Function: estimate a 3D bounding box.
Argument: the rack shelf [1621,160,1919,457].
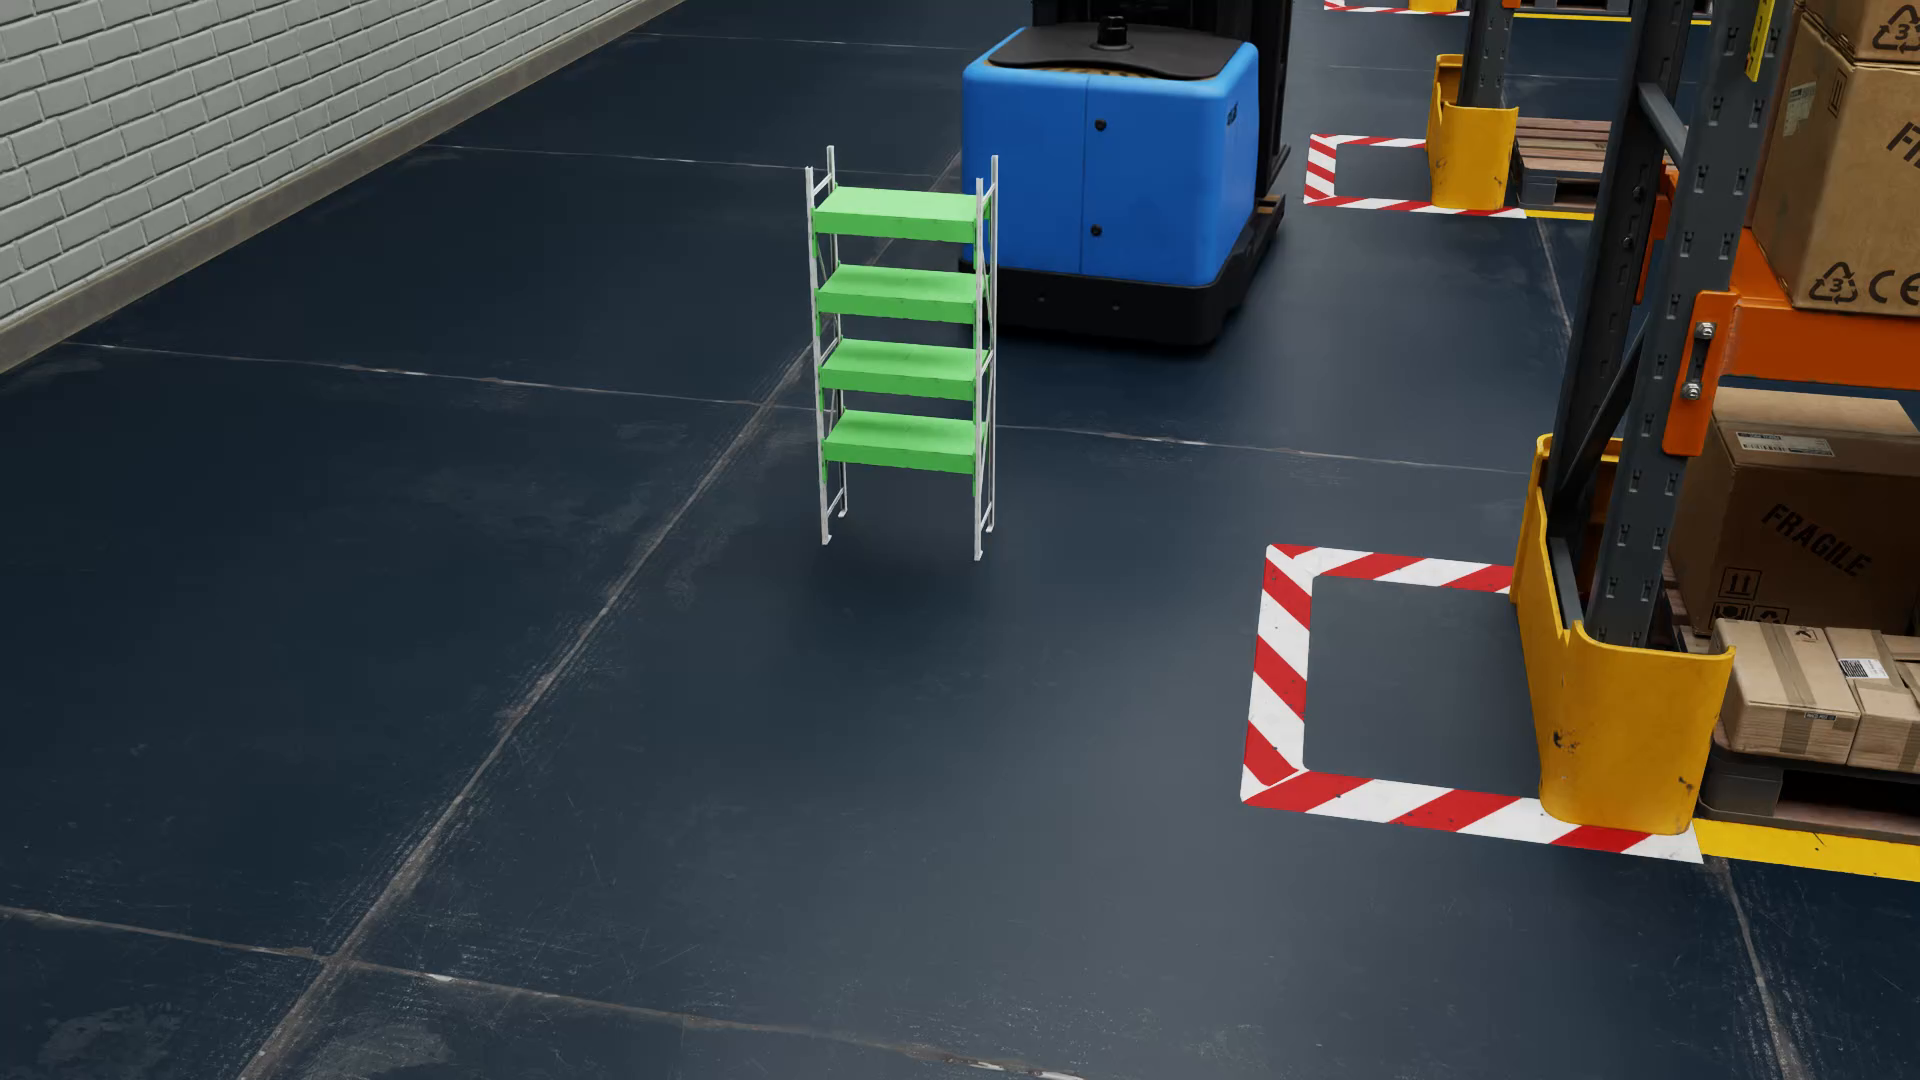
[{"bbox_3d":[3.581,-0.388,3.585,4.000,0.370,1.077,6,29,11],"label":"rack shelf"}]

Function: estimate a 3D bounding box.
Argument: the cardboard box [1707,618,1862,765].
[{"bbox_3d":[1.963,0.356,3.986,0.250,0.149,0.380,6,29,11],"label":"cardboard box"}]

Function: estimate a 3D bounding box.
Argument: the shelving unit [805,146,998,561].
[{"bbox_3d":[-0.162,-0.543,4.992,0.503,1.200,0.258,6,29,11],"label":"shelving unit"}]

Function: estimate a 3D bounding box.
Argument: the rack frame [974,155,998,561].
[{"bbox_3d":[0.077,-0.518,4.948,0.015,1.200,0.240,6,29,11],"label":"rack frame"}]

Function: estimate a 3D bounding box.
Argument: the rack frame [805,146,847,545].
[{"bbox_3d":[-0.400,-0.567,5.037,0.015,1.200,0.240,6,29,11],"label":"rack frame"}]

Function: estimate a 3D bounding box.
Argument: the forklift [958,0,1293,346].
[{"bbox_3d":[0.927,-2.734,7.192,1.130,2.935,3.031,9,30,15],"label":"forklift"}]

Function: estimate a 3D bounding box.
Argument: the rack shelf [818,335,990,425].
[{"bbox_3d":[-0.162,-0.487,5.023,0.480,0.148,0.258,6,29,11],"label":"rack shelf"}]

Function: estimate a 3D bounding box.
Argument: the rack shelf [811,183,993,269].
[{"bbox_3d":[-0.162,-0.908,4.792,0.480,0.148,0.258,6,29,11],"label":"rack shelf"}]

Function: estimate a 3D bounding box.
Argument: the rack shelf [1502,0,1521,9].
[{"bbox_3d":[4.619,-2.714,7.833,4.000,0.370,1.077,6,29,11],"label":"rack shelf"}]

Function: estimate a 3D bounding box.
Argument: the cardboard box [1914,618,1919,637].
[{"bbox_3d":[2.586,0.346,3.899,0.500,0.250,0.500,6,29,11],"label":"cardboard box"}]

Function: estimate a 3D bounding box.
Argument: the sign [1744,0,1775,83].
[{"bbox_3d":[1.512,-1.029,3.105,0.005,0.325,0.100,6,29,11],"label":"sign"}]

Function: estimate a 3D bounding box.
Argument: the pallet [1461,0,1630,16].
[{"bbox_3d":[4.496,-4.290,12.866,1.213,0.211,1.003,6,29,11],"label":"pallet"}]

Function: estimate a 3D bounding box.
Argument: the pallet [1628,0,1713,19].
[{"bbox_3d":[5.685,-4.166,12.641,1.213,0.211,1.003,6,29,11],"label":"pallet"}]

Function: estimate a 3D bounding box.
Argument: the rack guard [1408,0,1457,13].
[{"bbox_3d":[3.674,-4.462,12.880,0.348,0.500,1.175,6,29,11],"label":"rack guard"}]

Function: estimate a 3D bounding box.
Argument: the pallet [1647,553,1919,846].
[{"bbox_3d":[2.479,0.406,4.289,1.213,0.211,1.003,6,29,11],"label":"pallet"}]

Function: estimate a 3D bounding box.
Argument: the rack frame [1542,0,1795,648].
[{"bbox_3d":[1.625,-0.904,3.779,0.127,3.000,1.000,6,29,11],"label":"rack frame"}]

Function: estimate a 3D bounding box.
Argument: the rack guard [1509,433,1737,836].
[{"bbox_3d":[1.699,0.200,4.365,0.348,0.500,1.175,6,29,11],"label":"rack guard"}]

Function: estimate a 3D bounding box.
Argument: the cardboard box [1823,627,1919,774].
[{"bbox_3d":[2.207,0.374,3.936,0.250,0.166,0.380,6,29,11],"label":"cardboard box"}]

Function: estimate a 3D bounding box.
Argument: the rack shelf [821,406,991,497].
[{"bbox_3d":[-0.162,-0.276,5.138,0.480,0.148,0.258,6,29,11],"label":"rack shelf"}]

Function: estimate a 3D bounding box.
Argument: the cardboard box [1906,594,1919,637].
[{"bbox_3d":[2.585,0.167,4.314,0.250,0.166,0.380,6,29,11],"label":"cardboard box"}]

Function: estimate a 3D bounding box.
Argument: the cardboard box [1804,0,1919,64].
[{"bbox_3d":[2.004,-1.219,3.207,0.500,0.500,0.500,7,29,12],"label":"cardboard box"}]

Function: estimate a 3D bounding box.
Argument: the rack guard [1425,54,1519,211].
[{"bbox_3d":[2.637,-2.130,8.620,0.348,0.500,1.175,6,29,11],"label":"rack guard"}]

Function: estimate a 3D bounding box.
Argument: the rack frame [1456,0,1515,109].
[{"bbox_3d":[2.663,-3.230,8.027,0.127,3.000,1.000,6,29,11],"label":"rack frame"}]

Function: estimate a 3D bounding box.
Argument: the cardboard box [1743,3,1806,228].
[{"bbox_3d":[2.120,-1.031,3.906,0.500,0.500,0.500,7,29,12],"label":"cardboard box"}]

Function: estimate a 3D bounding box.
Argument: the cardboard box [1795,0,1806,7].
[{"bbox_3d":[2.118,-1.471,3.669,0.500,0.500,0.500,6,29,10],"label":"cardboard box"}]

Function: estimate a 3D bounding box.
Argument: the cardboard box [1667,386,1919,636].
[{"bbox_3d":[2.208,-0.062,4.385,0.500,0.500,0.500,6,29,11],"label":"cardboard box"}]

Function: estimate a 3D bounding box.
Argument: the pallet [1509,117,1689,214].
[{"bbox_3d":[3.461,-1.906,8.512,1.213,0.211,1.003,6,29,11],"label":"pallet"}]

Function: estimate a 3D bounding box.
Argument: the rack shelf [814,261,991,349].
[{"bbox_3d":[-0.162,-0.697,4.908,0.480,0.148,0.258,6,29,11],"label":"rack shelf"}]

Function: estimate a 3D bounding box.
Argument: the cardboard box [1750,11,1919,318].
[{"bbox_3d":[2.004,-0.780,3.447,0.500,0.500,0.500,6,29,12],"label":"cardboard box"}]
